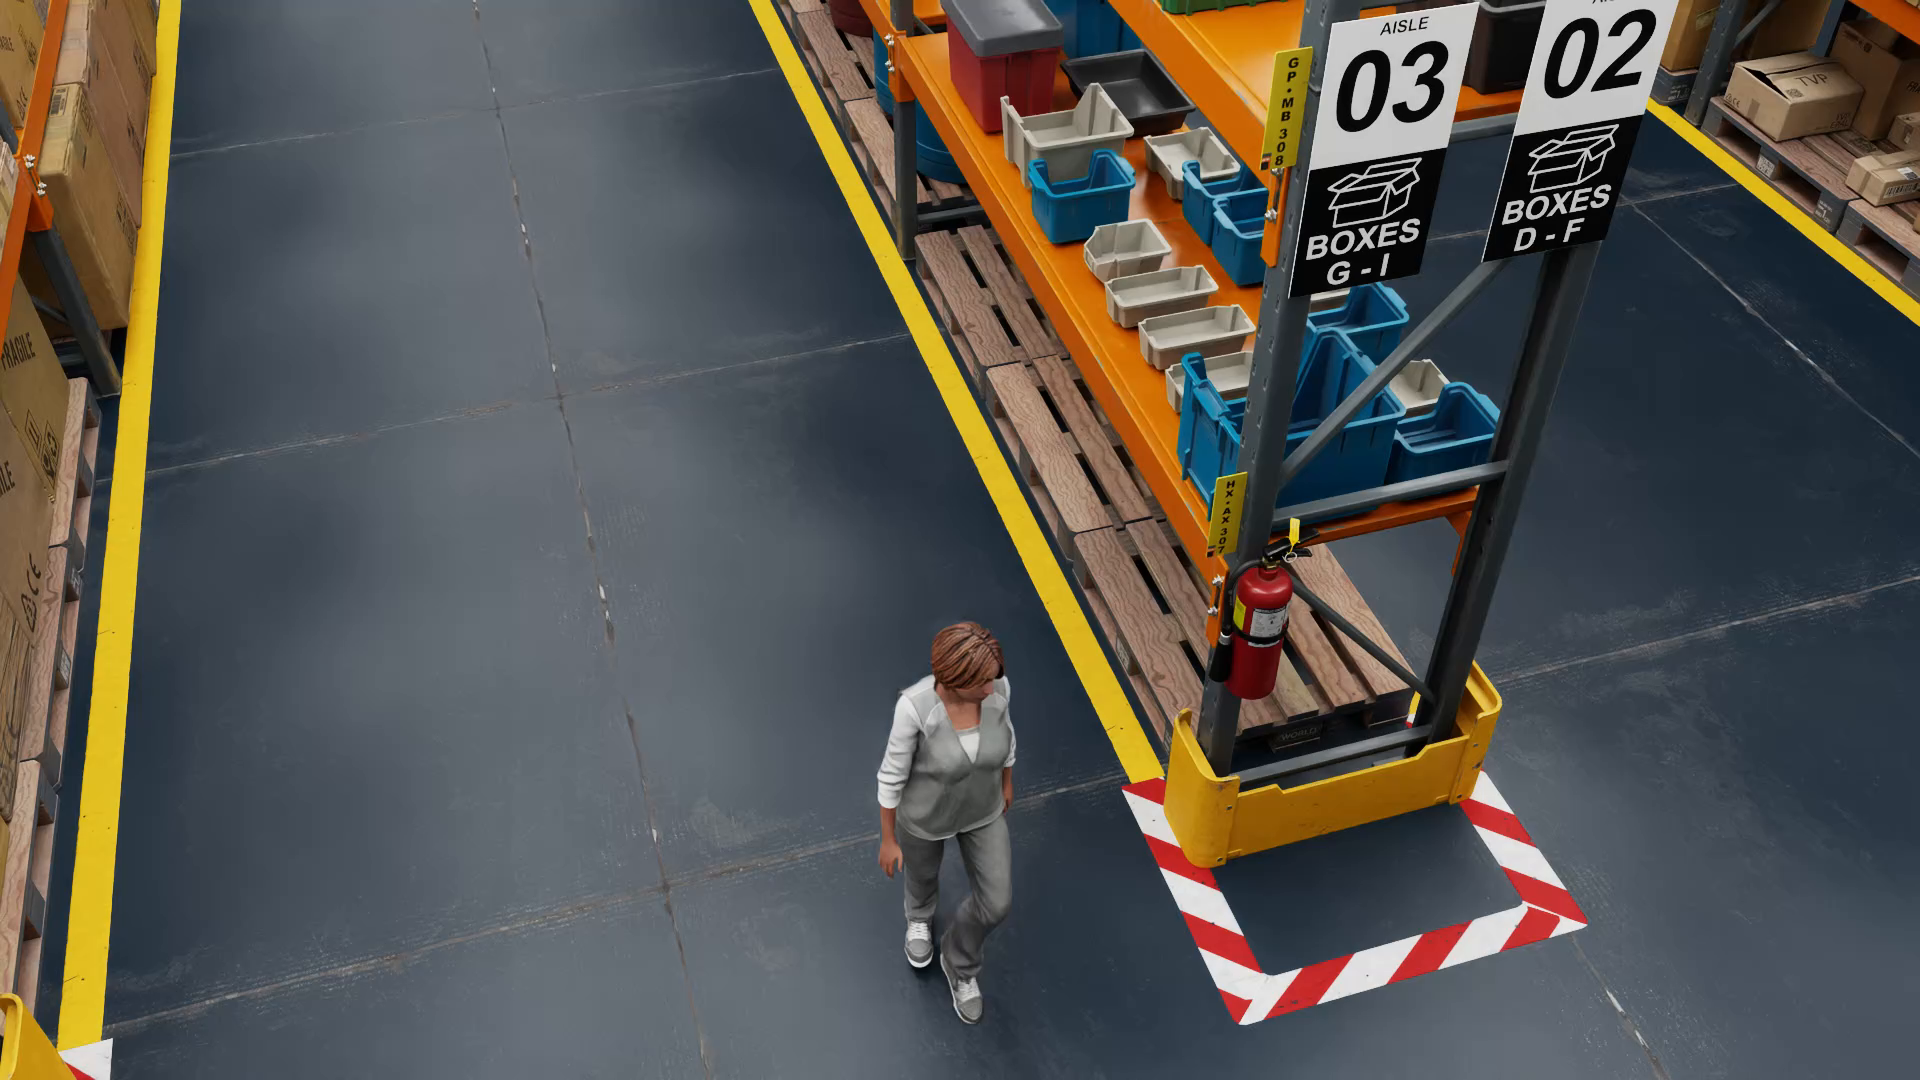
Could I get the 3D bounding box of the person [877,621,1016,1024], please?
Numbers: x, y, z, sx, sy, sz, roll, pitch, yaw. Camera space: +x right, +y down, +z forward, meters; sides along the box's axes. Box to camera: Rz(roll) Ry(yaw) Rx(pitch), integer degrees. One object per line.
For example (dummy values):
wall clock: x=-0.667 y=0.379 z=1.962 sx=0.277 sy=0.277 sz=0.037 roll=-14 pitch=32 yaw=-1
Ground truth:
person: x=-0.038 y=0.884 z=5.223 sx=0.482 sy=1.615 sz=0.507 roll=-9 pitch=44 yaw=-10
